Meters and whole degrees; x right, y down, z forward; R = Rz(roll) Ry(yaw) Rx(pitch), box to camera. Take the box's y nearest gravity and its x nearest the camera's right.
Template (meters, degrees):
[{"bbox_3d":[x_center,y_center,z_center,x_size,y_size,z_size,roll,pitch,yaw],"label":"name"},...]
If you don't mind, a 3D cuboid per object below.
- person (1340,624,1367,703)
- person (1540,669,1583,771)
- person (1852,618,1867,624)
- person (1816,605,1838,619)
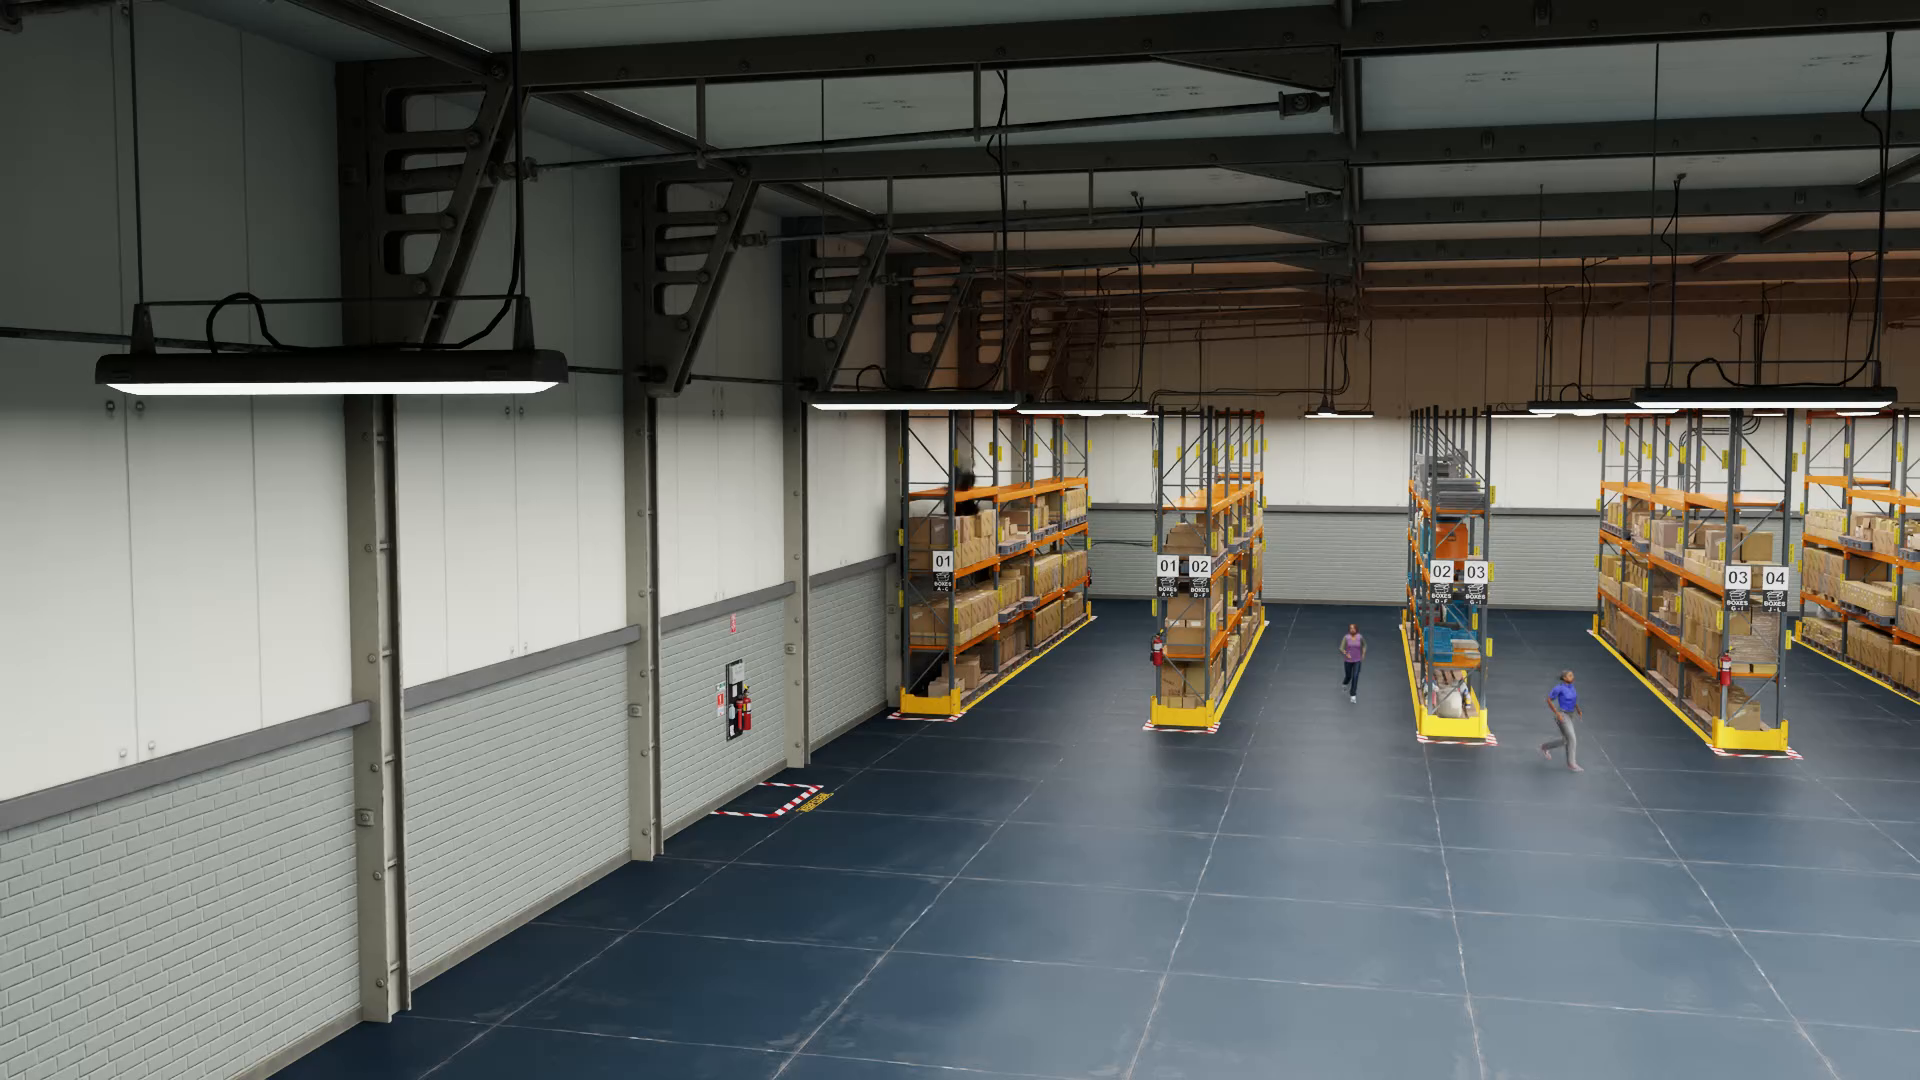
[{"bbox_3d":[8.066,2.498,34.130,0.547,1.593,0.782,1,4,8],"label":"person"},{"bbox_3d":[9.951,2.949,27.472,0.592,1.657,0.794,-4,5,-41],"label":"person"},{"bbox_3d":[23.998,1.728,44.196,0.574,1.648,0.614,1,4,14],"label":"person"},{"bbox_3d":[23.175,1.640,44.481,0.757,1.738,1.005,-2,5,-28],"label":"person"}]
